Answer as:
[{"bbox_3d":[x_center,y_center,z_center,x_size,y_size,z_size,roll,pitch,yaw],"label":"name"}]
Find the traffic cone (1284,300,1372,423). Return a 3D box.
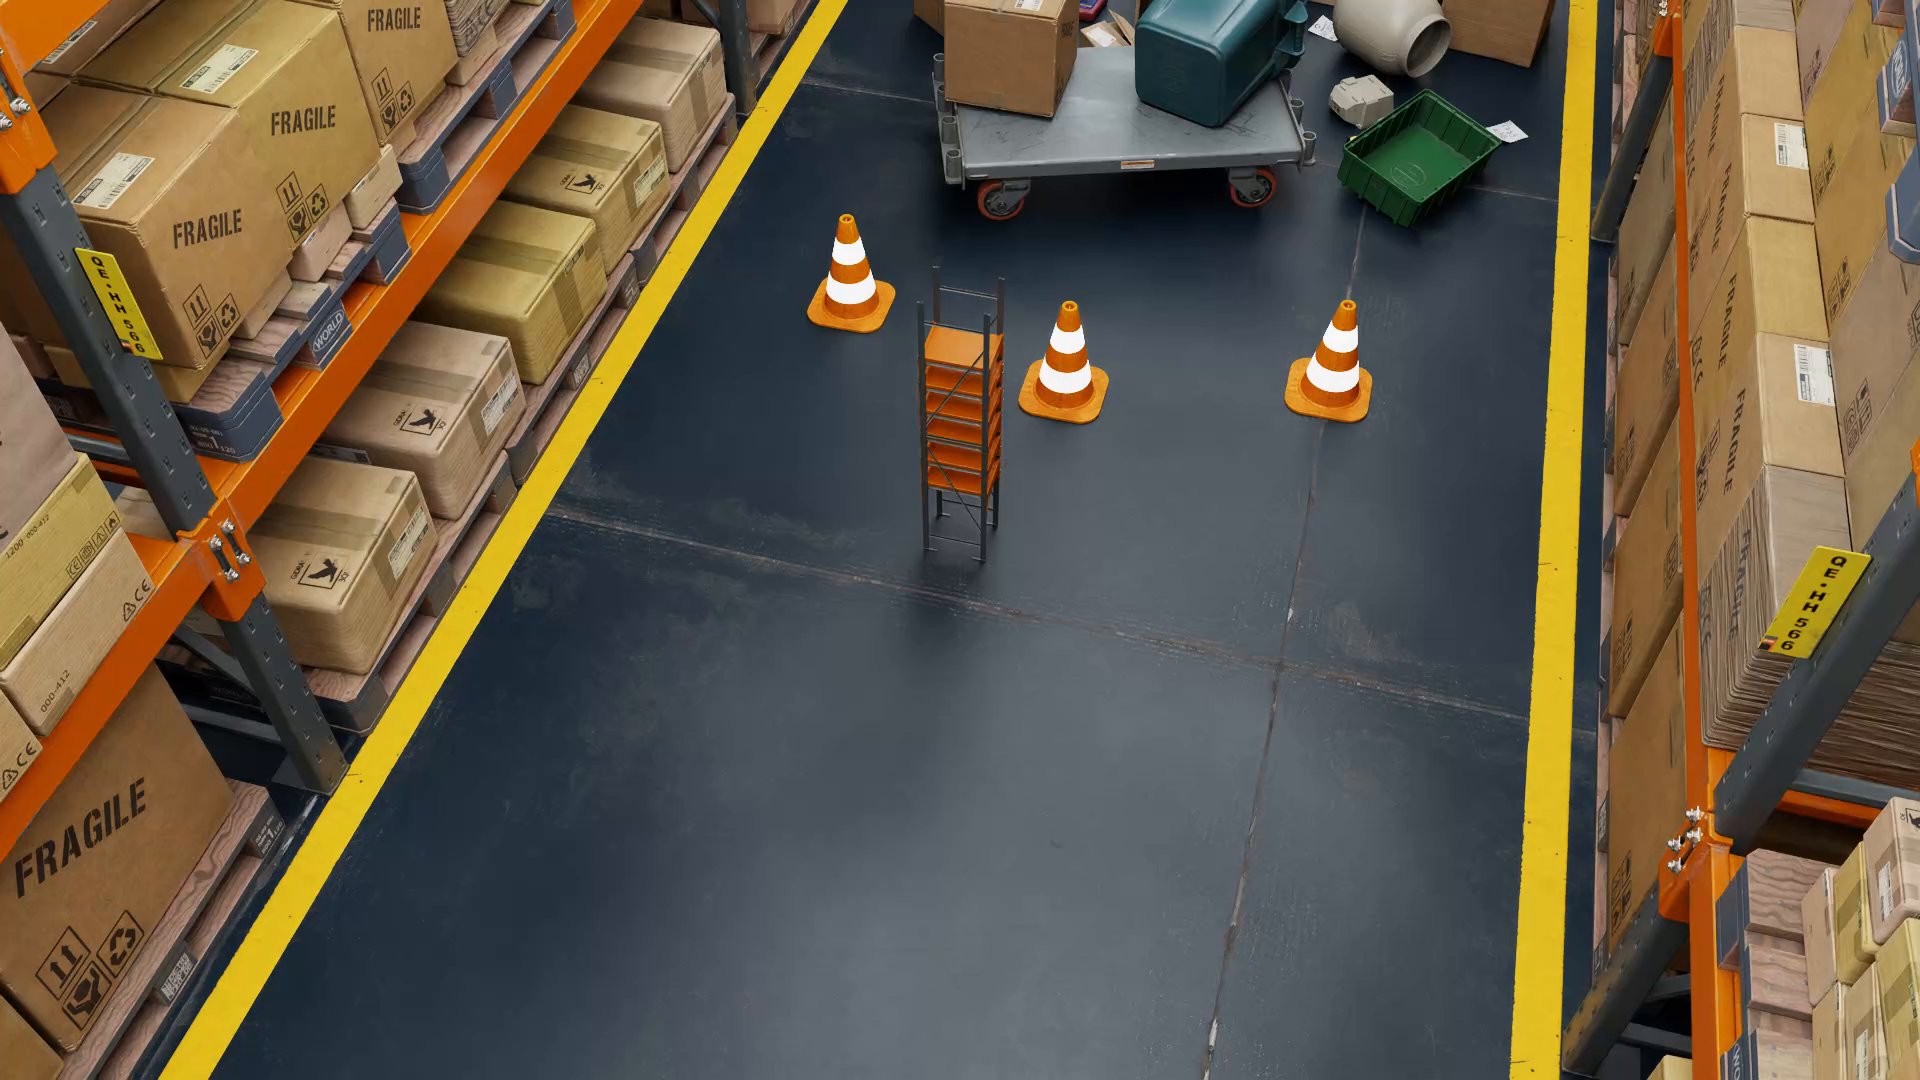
[{"bbox_3d":[1.503,-0.762,6.614,0.336,0.463,0.334,12,50,10],"label":"traffic cone"}]

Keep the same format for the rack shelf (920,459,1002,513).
[{"bbox_3d":[0.004,-0.219,6.023,0.258,0.103,0.180,12,50,10],"label":"rack shelf"}]

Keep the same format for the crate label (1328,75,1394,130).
[{"bbox_3d":[1.943,-2.126,8.035,0.298,0.136,0.250,-19,51,-16],"label":"crate label"}]

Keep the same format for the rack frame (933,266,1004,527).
[{"bbox_3d":[0.028,-0.474,5.868,0.240,1.200,0.006,12,50,10],"label":"rack frame"}]

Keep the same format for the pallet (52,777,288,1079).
[{"bbox_3d":[-2.822,1.195,5.055,1.003,0.211,1.213,12,50,10],"label":"pallet"}]

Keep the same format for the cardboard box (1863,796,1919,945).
[{"bbox_3d":[1.950,0.667,3.152,0.380,0.149,0.250,12,50,10],"label":"cardboard box"}]

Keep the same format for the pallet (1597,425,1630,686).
[{"bbox_3d":[2.863,0.108,6.014,1.003,0.211,1.213,12,50,10],"label":"pallet"}]

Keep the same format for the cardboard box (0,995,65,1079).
[{"bbox_3d":[-3.043,1.408,4.144,0.875,0.875,0.875,12,50,10],"label":"cardboard box"}]

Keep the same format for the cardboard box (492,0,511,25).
[{"bbox_3d":[-1.809,-1.901,5.814,0.380,0.149,0.250,10,49,9],"label":"cardboard box"}]

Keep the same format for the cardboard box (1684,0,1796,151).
[{"bbox_3d":[2.782,-1.614,5.607,0.500,0.500,0.500,12,50,10],"label":"cardboard box"}]

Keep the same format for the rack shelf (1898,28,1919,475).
[{"bbox_3d":[2.786,-1.581,4.124,1.077,0.370,4.000,12,50,10],"label":"rack shelf"}]

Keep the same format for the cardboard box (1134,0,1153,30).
[{"bbox_3d":[1.305,-2.841,8.331,0.797,0.637,0.503,12,50,10],"label":"cardboard box"}]

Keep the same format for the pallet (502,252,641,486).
[{"bbox_3d":[-2.012,-0.805,6.820,1.003,0.211,1.213,12,50,10],"label":"pallet"}]

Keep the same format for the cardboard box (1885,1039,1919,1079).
[{"bbox_3d":[1.814,1.035,2.827,0.380,0.149,0.250,11,50,10],"label":"cardboard box"}]

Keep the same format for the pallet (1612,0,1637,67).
[{"bbox_3d":[3.907,-2.770,8.554,1.003,0.211,1.213,12,50,10],"label":"pallet"}]

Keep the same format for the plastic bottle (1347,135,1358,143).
[{"bbox_3d":[1.929,-1.798,7.796,0.133,0.061,0.283,-11,50,-10],"label":"plastic bottle"}]

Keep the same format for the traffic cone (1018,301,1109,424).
[{"bbox_3d":[0.423,-0.757,6.610,0.336,0.463,0.334,12,50,10],"label":"traffic cone"}]

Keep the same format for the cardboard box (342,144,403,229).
[{"bbox_3d":[-1.962,-1.119,5.125,0.380,0.149,0.250,12,50,10],"label":"cardboard box"}]

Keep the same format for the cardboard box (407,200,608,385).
[{"bbox_3d":[-1.992,-1.042,6.642,0.950,0.372,0.625,13,50,11],"label":"cardboard box"}]

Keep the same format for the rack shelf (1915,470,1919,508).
[{"bbox_3d":[1.733,1.312,1.570,1.077,0.370,4.000,12,50,10],"label":"rack shelf"}]

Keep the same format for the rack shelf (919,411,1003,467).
[{"bbox_3d":[0.004,-0.378,5.843,0.258,0.103,0.180,12,50,10],"label":"rack shelf"}]

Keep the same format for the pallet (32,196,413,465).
[{"bbox_3d":[-2.457,-0.757,5.045,1.213,0.211,1.003,12,50,10],"label":"pallet"}]

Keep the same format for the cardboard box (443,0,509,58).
[{"bbox_3d":[-1.798,-1.958,5.432,0.500,0.500,0.500,10,49,9],"label":"cardboard box"}]

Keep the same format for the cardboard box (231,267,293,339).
[{"bbox_3d":[-2.171,-0.736,4.786,0.380,0.149,0.250,9,49,8],"label":"cardboard box"}]

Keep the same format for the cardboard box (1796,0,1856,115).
[{"bbox_3d":[2.921,-1.539,4.874,0.700,0.500,0.500,12,50,10],"label":"cardboard box"}]

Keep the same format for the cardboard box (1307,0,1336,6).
[{"bbox_3d":[1.988,-2.975,8.699,0.396,0.266,0.258,19,51,16],"label":"cardboard box"}]

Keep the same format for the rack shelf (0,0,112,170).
[{"bbox_3d":[-2.016,-2.485,4.922,1.077,0.370,4.000,12,50,10],"label":"rack shelf"}]

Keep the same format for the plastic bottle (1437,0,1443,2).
[{"bbox_3d":[2.414,-2.884,8.755,0.283,0.061,0.133,-4,49,-3],"label":"plastic bottle"}]

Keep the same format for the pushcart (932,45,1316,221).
[{"bbox_3d":[0.723,-1.895,7.671,1.648,0.377,0.936,-4,49,-3],"label":"pushcart"}]

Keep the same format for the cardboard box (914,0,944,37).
[{"bbox_3d":[0.105,-2.857,8.436,0.500,0.500,0.500,-27,54,-22],"label":"cardboard box"}]

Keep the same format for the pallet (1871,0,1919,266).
[{"bbox_3d":[2.378,-0.786,3.068,1.213,0.211,1.003,14,50,12],"label":"pallet"}]

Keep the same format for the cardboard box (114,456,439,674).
[{"bbox_3d":[-2.384,0.040,5.686,0.950,0.372,0.625,9,49,7],"label":"cardboard box"}]

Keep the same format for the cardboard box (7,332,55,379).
[{"bbox_3d":[-2.683,-0.623,4.687,0.380,0.149,0.250,13,50,11],"label":"cardboard box"}]

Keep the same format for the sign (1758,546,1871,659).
[{"bbox_3d":[1.723,0.130,3.362,0.100,0.325,0.005,12,50,10],"label":"sign"}]

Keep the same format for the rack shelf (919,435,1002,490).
[{"bbox_3d":[0.004,-0.299,5.933,0.258,0.103,0.180,12,50,10],"label":"rack shelf"}]

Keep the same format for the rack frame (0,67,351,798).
[{"bbox_3d":[-2.542,-0.284,4.500,1.000,3.000,0.127,12,50,10],"label":"rack frame"}]

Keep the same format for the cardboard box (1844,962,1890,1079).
[{"bbox_3d":[1.870,0.972,3.080,0.380,0.149,0.250,14,50,12],"label":"cardboard box"}]

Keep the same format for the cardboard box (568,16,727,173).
[{"bbox_3d":[-1.625,-2.066,7.546,0.950,0.372,0.625,12,50,11],"label":"cardboard box"}]

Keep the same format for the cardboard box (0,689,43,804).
[{"bbox_3d":[-2.544,0.556,3.859,0.500,0.250,0.500,12,50,11],"label":"cardboard box"}]

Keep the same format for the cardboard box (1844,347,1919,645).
[{"bbox_3d":[2.388,-0.067,3.575,0.700,0.500,0.500,11,50,10],"label":"cardboard box"}]

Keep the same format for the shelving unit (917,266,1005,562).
[{"bbox_3d":[0.004,-0.407,5.809,0.258,1.200,0.189,12,50,10],"label":"shelving unit"}]

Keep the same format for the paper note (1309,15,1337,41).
[{"bbox_3d":[1.905,-2.632,8.557,0.172,0.023,0.155,28,54,22],"label":"paper note"}]

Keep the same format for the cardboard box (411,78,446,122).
[{"bbox_3d":[-1.937,-1.521,5.479,0.380,0.149,0.250,13,50,12],"label":"cardboard box"}]

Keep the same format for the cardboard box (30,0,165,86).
[{"bbox_3d":[-2.565,-1.314,4.864,0.500,0.500,0.500,11,49,9],"label":"cardboard box"}]

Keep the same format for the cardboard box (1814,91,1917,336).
[{"bbox_3d":[2.652,-0.804,4.226,0.700,0.500,0.500,11,49,9],"label":"cardboard box"}]

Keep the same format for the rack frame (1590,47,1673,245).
[{"bbox_3d":[3.313,-2.273,6.256,1.000,3.000,0.127,12,50,10],"label":"rack frame"}]

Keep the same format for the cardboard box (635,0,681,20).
[{"bbox_3d":[-1.593,-2.887,8.351,0.500,0.250,0.500,14,50,12],"label":"cardboard box"}]

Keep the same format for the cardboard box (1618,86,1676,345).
[{"bbox_3d":[3.236,-1.201,6.530,1.050,0.750,0.750,11,50,10],"label":"cardboard box"}]

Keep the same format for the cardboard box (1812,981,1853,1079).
[{"bbox_3d":[1.877,1.042,3.217,0.380,0.149,0.250,14,50,12],"label":"cardboard box"}]

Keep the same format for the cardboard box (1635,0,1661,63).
[{"bbox_3d":[3.779,-2.803,7.860,0.875,0.875,0.875,12,50,10],"label":"cardboard box"}]

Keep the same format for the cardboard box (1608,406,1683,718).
[{"bbox_3d":[2.734,0.170,5.320,1.050,0.750,0.750,12,50,11],"label":"cardboard box"}]

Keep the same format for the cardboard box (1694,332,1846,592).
[{"bbox_3d":[2.252,-0.152,4.317,0.500,0.500,0.500,12,50,10],"label":"cardboard box"}]

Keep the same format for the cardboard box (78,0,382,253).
[{"bbox_3d":[-2.070,-1.212,4.774,0.500,0.500,0.500,14,50,12],"label":"cardboard box"}]

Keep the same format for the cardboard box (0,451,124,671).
[{"bbox_3d":[-2.425,0.001,4.015,0.500,0.250,0.500,11,50,10],"label":"cardboard box"}]

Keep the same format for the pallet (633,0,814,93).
[{"bbox_3d":[-1.347,-2.747,8.534,1.003,0.211,1.213,12,50,10],"label":"pallet"}]

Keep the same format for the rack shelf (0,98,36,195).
[{"bbox_3d":[-3.069,0.409,2.368,1.077,0.370,4.000,12,50,10],"label":"rack shelf"}]

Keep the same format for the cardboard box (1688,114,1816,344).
[{"bbox_3d":[2.514,-0.885,4.964,0.500,0.500,0.500,12,50,11],"label":"cardboard box"}]
